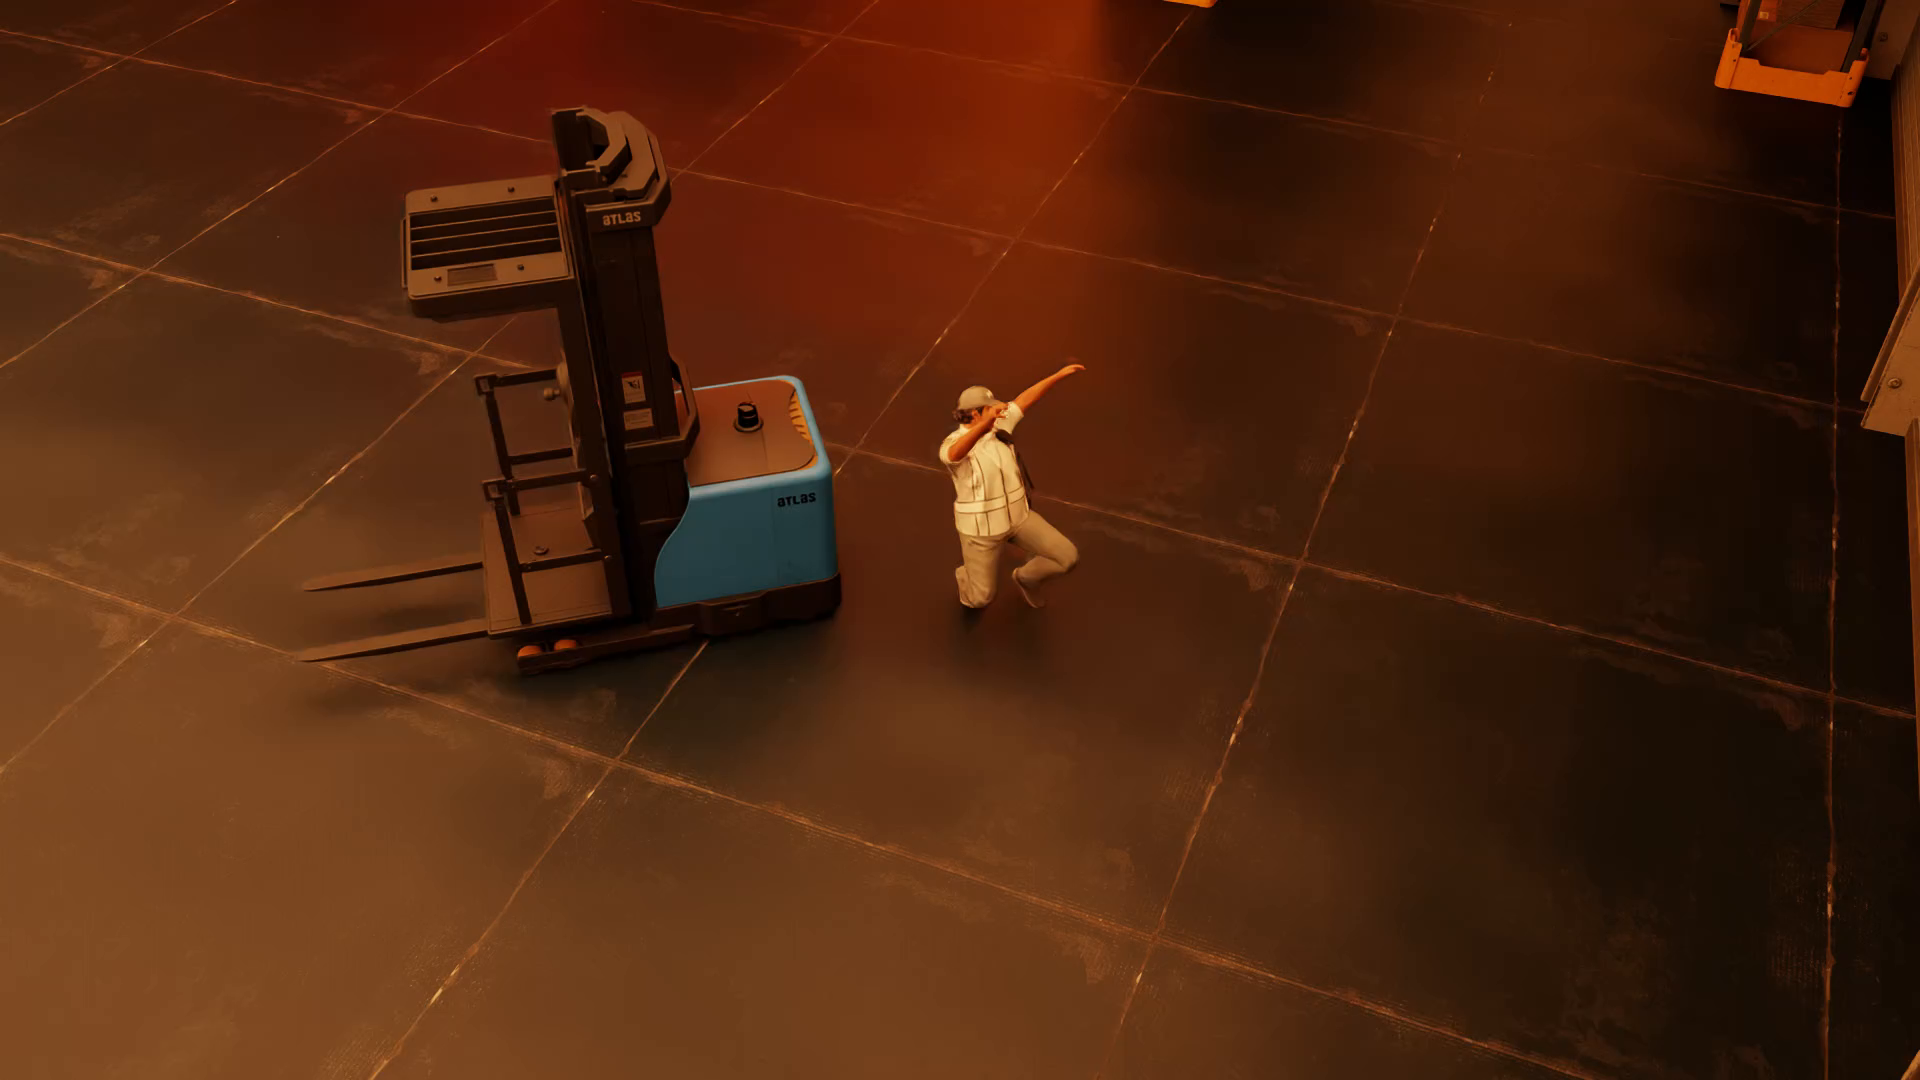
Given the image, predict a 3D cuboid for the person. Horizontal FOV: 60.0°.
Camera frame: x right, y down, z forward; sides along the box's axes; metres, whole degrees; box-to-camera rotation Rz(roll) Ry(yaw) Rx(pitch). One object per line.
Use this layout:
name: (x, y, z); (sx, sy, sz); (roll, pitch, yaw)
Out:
person: (0.370, -0.262, 9.415); (1.011, 1.577, 0.777); (-25, 46, -26)

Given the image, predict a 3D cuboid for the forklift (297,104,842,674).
forklift: (-2.267, -0.744, 8.895); (3.031, 2.935, 1.130); (-10, 41, -11)
